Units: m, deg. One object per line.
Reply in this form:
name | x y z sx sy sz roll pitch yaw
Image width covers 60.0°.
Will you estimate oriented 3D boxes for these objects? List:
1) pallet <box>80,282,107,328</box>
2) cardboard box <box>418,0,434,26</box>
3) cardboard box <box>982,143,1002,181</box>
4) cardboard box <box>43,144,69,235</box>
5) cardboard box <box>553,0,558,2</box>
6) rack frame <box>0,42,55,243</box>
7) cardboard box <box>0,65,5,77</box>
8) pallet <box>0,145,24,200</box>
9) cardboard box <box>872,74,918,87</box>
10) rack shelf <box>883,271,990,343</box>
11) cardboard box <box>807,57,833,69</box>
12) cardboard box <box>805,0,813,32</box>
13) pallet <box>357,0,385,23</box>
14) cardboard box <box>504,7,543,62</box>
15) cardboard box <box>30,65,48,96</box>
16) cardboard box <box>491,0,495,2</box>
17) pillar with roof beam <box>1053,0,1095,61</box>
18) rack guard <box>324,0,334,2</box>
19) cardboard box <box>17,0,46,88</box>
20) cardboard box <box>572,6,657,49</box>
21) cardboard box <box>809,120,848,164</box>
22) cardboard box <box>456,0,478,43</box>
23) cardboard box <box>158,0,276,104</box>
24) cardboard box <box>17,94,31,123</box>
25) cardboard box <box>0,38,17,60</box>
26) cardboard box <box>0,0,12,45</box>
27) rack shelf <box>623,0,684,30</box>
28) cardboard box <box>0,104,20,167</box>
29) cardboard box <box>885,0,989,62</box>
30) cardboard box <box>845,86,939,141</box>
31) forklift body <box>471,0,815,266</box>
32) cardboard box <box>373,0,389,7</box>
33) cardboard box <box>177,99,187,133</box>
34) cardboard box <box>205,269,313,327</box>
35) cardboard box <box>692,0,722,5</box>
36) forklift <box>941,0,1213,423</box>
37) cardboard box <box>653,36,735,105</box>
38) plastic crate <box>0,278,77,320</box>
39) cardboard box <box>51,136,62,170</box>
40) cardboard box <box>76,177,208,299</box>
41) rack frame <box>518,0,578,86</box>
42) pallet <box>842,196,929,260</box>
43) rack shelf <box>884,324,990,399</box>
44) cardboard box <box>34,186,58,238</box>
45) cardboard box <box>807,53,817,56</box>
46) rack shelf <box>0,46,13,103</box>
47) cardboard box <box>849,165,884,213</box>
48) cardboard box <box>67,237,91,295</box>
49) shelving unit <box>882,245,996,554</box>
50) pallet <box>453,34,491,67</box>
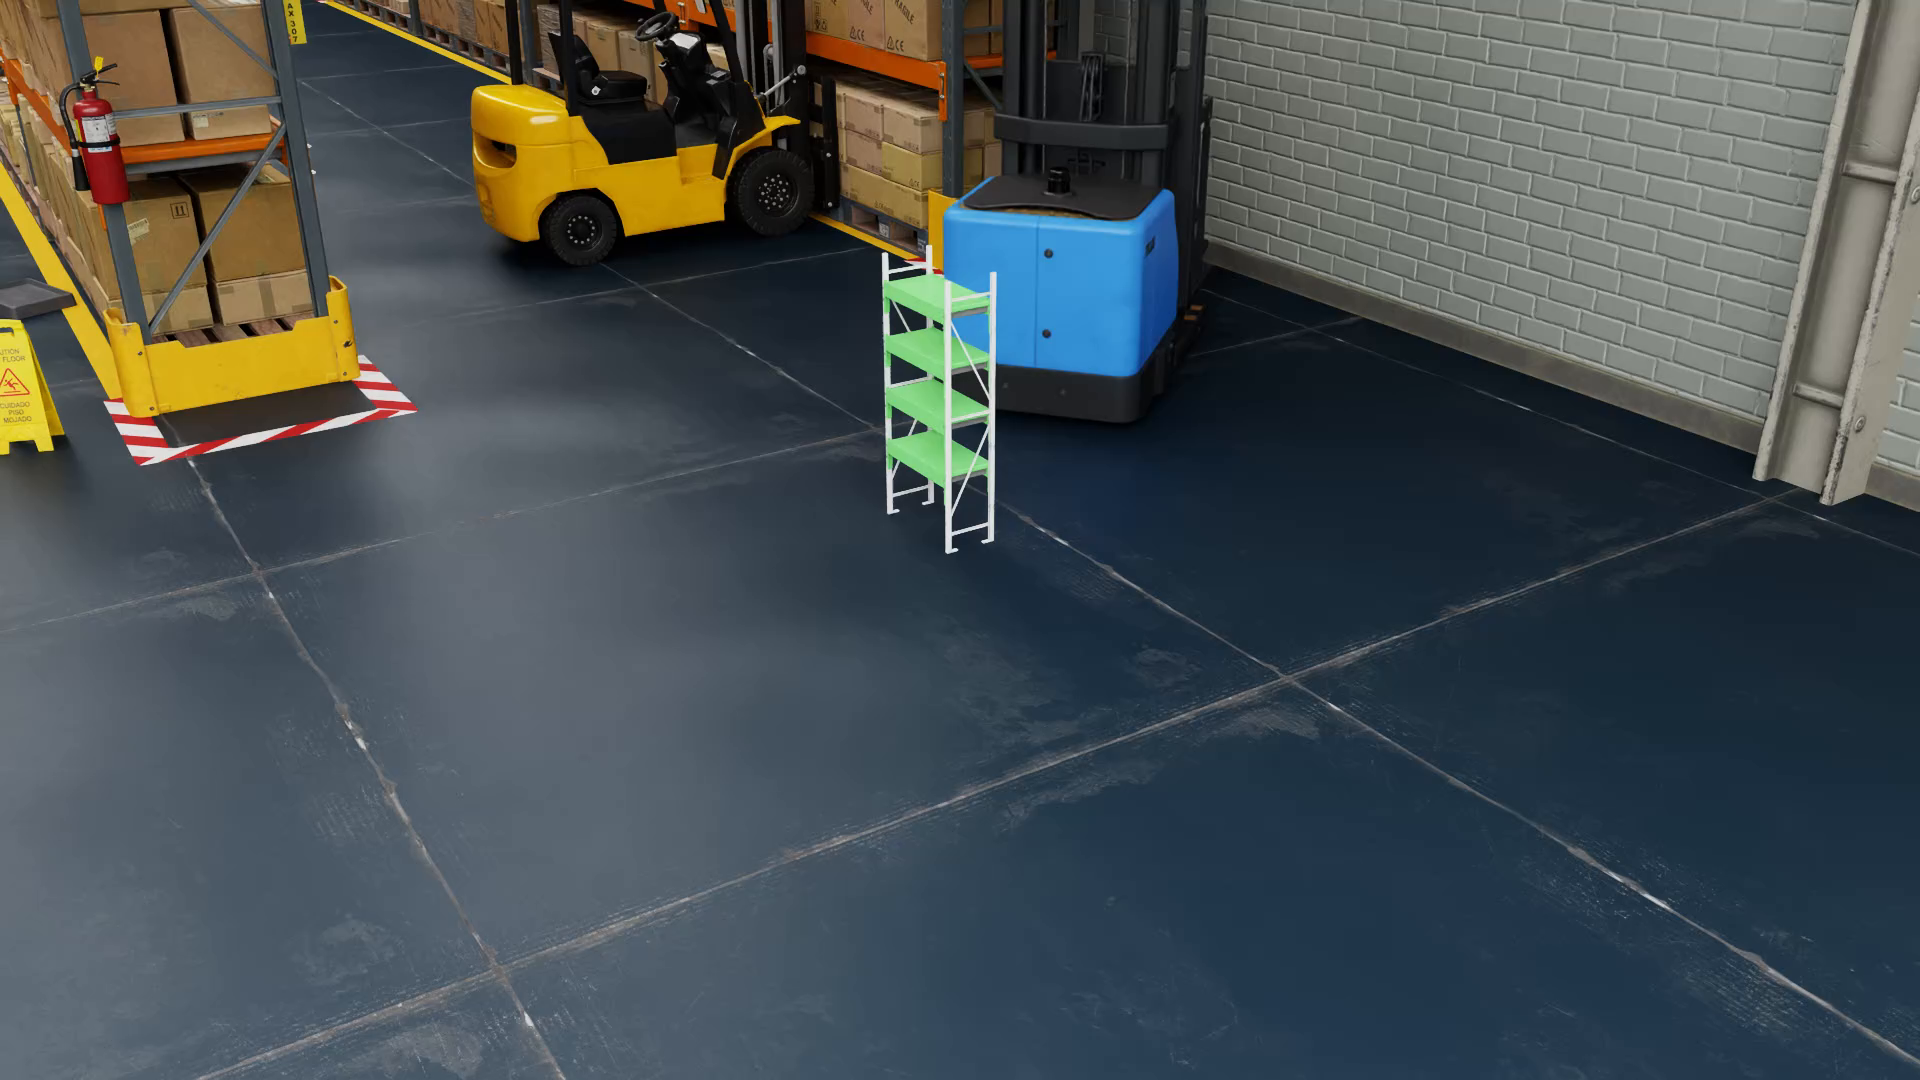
pallet | -4.939 -1.648 10.494 1.003 0.211 1.213 -16 29 -30
cardboard box | -6.140 -6.432 19.796 0.500 0.500 0.500 -14 29 -27
cardboard box | 0.253 -2.695 11.587 0.500 0.250 0.500 -15 29 -29
cardboard box | -5.325 -2.215 10.279 0.500 0.500 0.500 -14 29 -27
cardboard box | -4.178 -5.880 17.868 0.380 0.149 0.250 -15 29 -28
rack frame | -6.005 -3.578 11.316 1.000 3.000 0.127 -16 29 -30
cardboard box | -8.496 -4.504 15.275 0.875 0.875 0.875 -16 30 -30
pallet | -7.101 -3.032 13.425 1.003 0.211 1.213 -16 29 -30
cardboard box | -0.308 -3.279 12.241 0.500 0.250 0.500 -16 30 -30
rack shelf | -0.090 -0.978 6.942 0.258 0.148 0.480 -16 29 -30
cardboard box | -1.295 -3.528 12.768 0.500 0.250 0.500 -14 29 -28
cardboard box | -0.992 -4.014 12.121 0.500 0.500 0.500 -15 29 -29
pallet | -7.260 -7.019 21.872 1.003 0.211 1.213 -16 29 -30
cardboard box | -4.443 -5.327 17.458 0.500 0.500 0.500 -15 29 -28
cardboard box | -5.250 -2.734 9.821 0.380 0.149 0.250 -16 29 -30
cardboard box | -4.795 -5.832 17.767 0.380 0.149 0.250 -17 30 -31
pillar with roof beam | -2.896 -5.474 8.305 9.100 9.000 0.400 -16 29 -30
rack guard | -8.357 -7.871 23.337 1.175 0.500 0.348 -16 29 -30
cardboard box | -4.888 -2.817 9.238 0.500 0.500 0.500 -16 29 -30
cardboard box | -3.339 -4.825 16.246 0.875 0.625 0.625 -14 29 -28
cardboard box | -0.756 -2.941 12.109 0.500 0.250 0.500 -16 30 -31
cardboard box | -5.294 -5.877 18.622 0.500 0.500 0.500 -17 30 -31
cardboard box | -3.848 -2.561 8.696 0.500 0.500 0.500 -16 30 -30
cardboard box | -5.891 -2.824 10.810 0.380 0.149 0.250 -15 29 -29
cardboard box | -6.102 -3.277 10.972 0.380 0.149 0.250 -16 29 -30
cardboard box | -5.705 -3.361 10.391 0.500 0.500 0.500 -16 29 -30
rack shelf | -2.940 -5.126 15.438 1.077 0.370 4.000 -16 29 -30
cardboard box | -7.070 -3.271 13.252 0.950 0.372 0.625 -14 29 -28
cardboard box | -0.153 -3.465 10.960 0.500 0.500 0.500 -16 30 -31
cardboard box | -0.461 -2.977 11.601 0.500 0.250 0.500 -15 29 -29
forklift body | -2.228 -3.175 11.455 2.313 2.155 1.214 -16 29 -30
cardboard box | -7.144 -7.161 21.341 0.700 0.500 0.500 -17 30 -31
cardboard box | -3.983 -2.290 8.882 0.380 0.149 0.250 -15 29 -29
cardboard box | -4.030 -1.447 9.530 0.500 0.250 0.500 -16 30 -30
cardboard box | -1.825 -4.562 13.282 0.500 0.500 0.500 -16 30 -31
forklift | 0.837 -2.517 9.148 1.130 2.935 3.031 8 26 16
cardboard box | -2.142 -4.036 14.576 0.875 0.625 0.625 -14 29 -27
plastic crate | -5.835 -1.505 10.345 0.583 0.080 0.402 18 31 33
cardboard box | -5.011 -2.253 9.599 0.380 0.149 0.250 -14 29 -27
cardboard box | -4.477 -1.659 9.100 0.500 0.500 0.500 -15 29 -29
rack frame | -4.032 -6.167 16.799 1.000 3.000 0.127 -16 29 -30
pallet | -0.117 -2.308 11.892 1.003 0.211 1.213 -16 29 -30
rack shelf | -0.090 -0.761 7.044 0.258 0.148 0.480 -16 29 -30
cardboard box | -5.909 -2.251 11.233 0.500 0.250 0.500 -17 30 -32
cardboard box | -1.128 -3.826 13.399 0.500 0.250 0.500 -16 30 -30
rack shelf | -7.097 -3.968 12.984 1.077 0.370 4.000 -16 29 -30
cardboard box | -0.449 -2.526 11.817 0.500 0.250 0.500 -16 29 -30
cardboard box | -5.054 -1.693 10.052 0.500 0.250 0.500 -17 30 -31
shelving unit | -0.090 -0.602 7.119 0.258 1.200 0.503 -16 29 -30
pallet | -5.070 -5.618 18.903 1.003 0.211 1.213 -16 29 -30
